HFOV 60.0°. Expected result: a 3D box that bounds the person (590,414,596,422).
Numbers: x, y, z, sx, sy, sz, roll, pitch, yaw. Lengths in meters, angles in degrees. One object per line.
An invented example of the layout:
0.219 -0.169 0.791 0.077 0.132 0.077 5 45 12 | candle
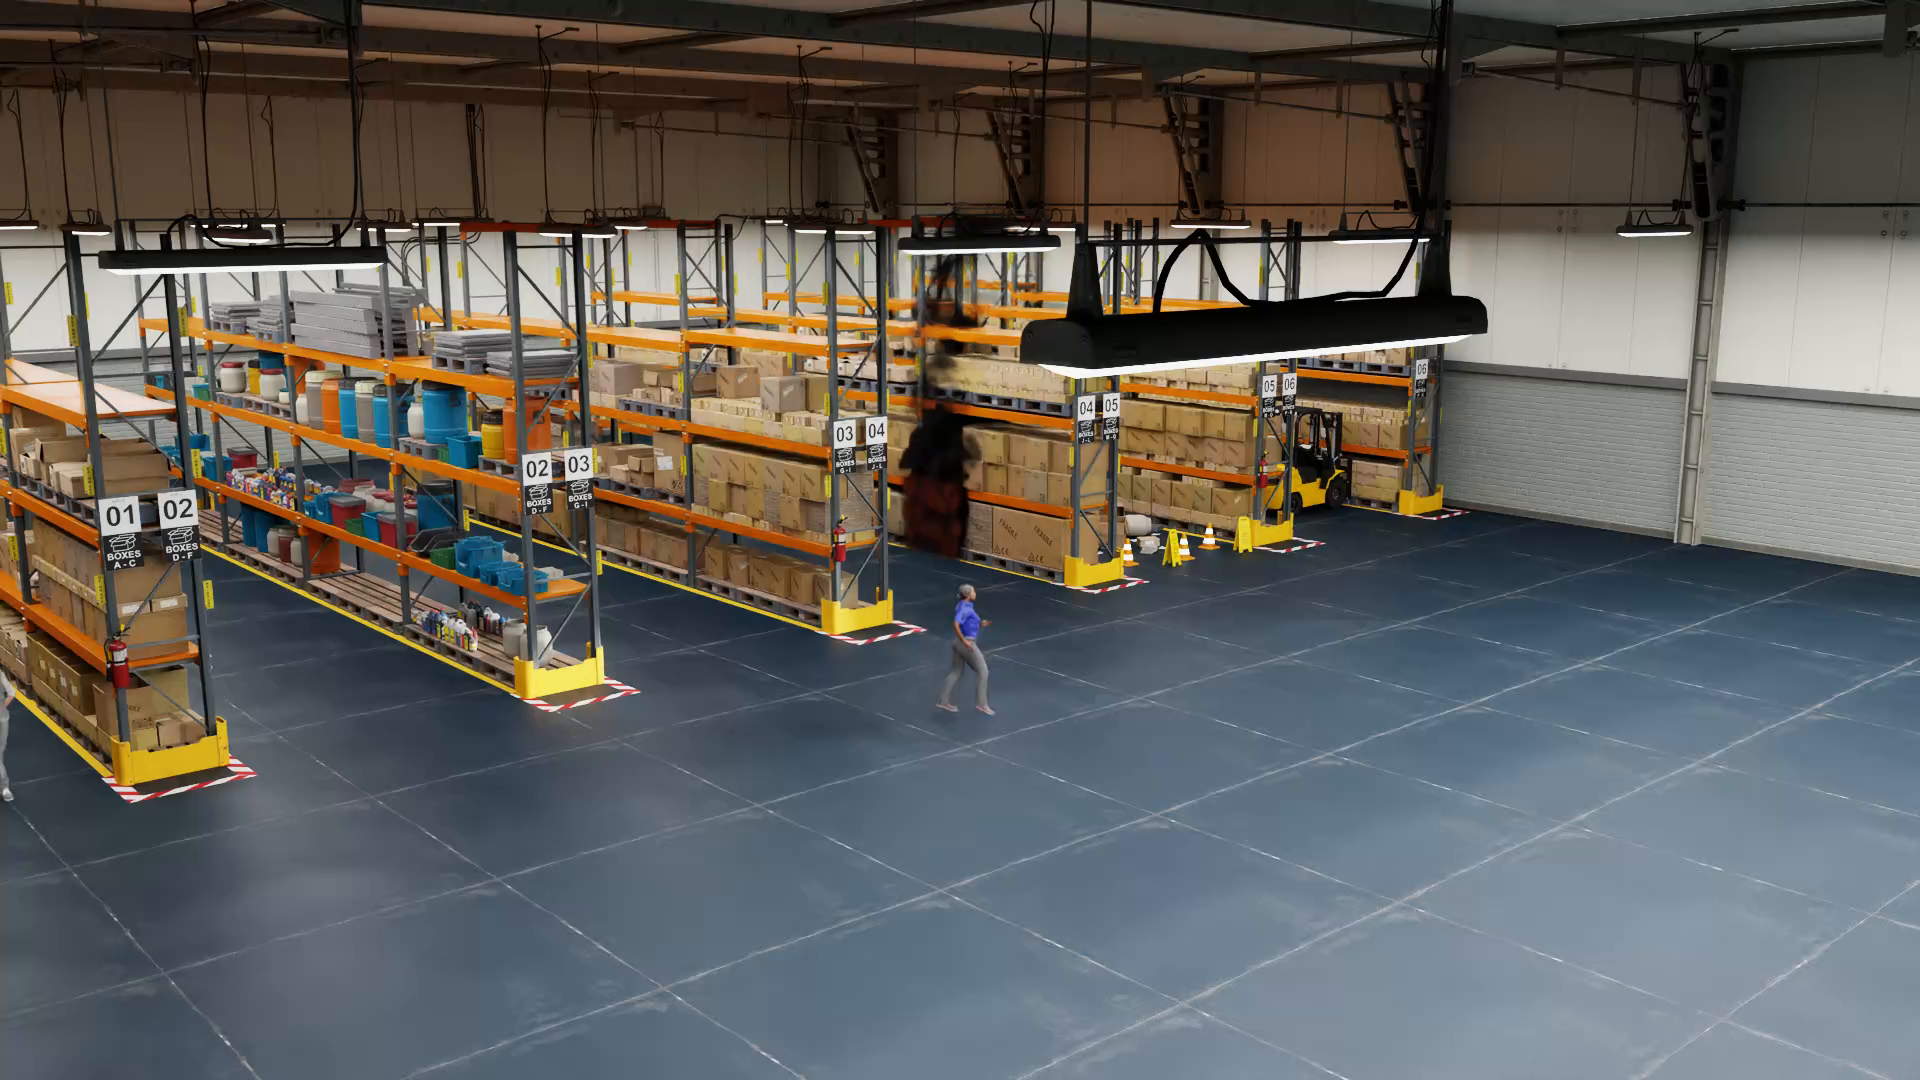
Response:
-9.064 -2.722 41.046 0.722 1.769 0.800 -8 14 -36 | person

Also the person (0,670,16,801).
-10.524 1.975 18.064 0.815 1.606 0.526 10 15 41 | person

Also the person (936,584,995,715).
0.071 1.383 20.803 0.727 1.708 0.563 -4 12 -21 | person
